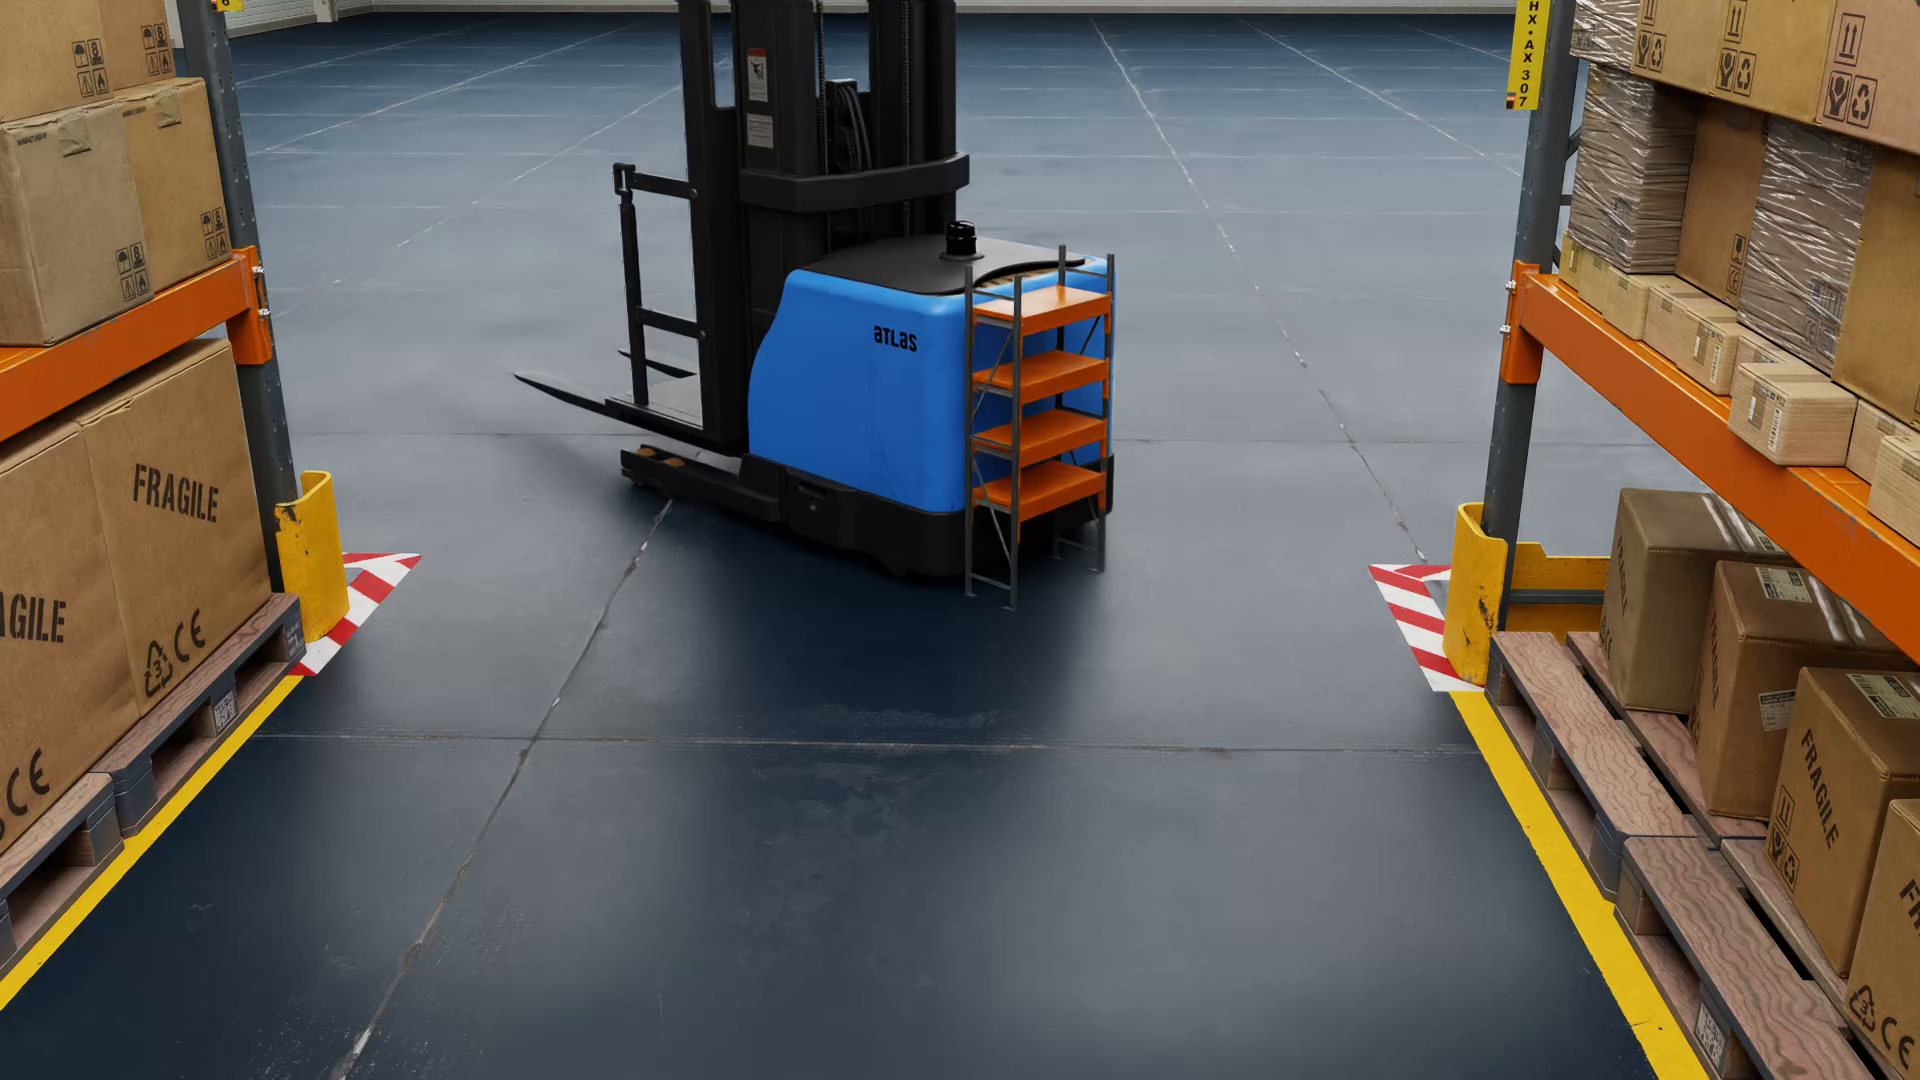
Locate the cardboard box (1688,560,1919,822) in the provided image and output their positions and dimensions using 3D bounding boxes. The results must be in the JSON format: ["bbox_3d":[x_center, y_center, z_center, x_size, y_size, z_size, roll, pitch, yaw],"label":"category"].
[{"bbox_3d":[2.185,0.396,4.236,0.500,0.500,0.500,6,22,16],"label":"cardboard box"}]

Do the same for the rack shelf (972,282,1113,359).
[{"bbox_3d":[0.277,-0.764,5.754,0.258,0.148,0.480,19,28,40],"label":"rack shelf"}]

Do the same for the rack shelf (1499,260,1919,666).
[{"bbox_3d":[2.144,0.043,3.265,1.077,0.370,4.000,1,21,2],"label":"rack shelf"}]

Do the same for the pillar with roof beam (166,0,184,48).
[{"bbox_3d":[-8.551,-12.363,25.951,9.100,9.000,0.400,1,21,2],"label":"pillar with roof beam"}]

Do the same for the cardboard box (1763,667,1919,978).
[{"bbox_3d":[2.147,0.623,3.653,0.500,0.500,0.500,3,21,7],"label":"cardboard box"}]

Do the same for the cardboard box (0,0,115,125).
[{"bbox_3d":[-2.724,-1.346,4.151,0.875,0.550,0.550,1,21,2],"label":"cardboard box"}]

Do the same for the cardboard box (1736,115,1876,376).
[{"bbox_3d":[2.207,-0.640,3.481,0.875,0.500,0.500,1,21,2],"label":"cardboard box"}]

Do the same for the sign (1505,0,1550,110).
[{"bbox_3d":[1.662,-1.425,4.858,0.100,0.325,0.005,1,21,2],"label":"sign"}]

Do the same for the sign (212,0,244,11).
[{"bbox_3d":[-2.208,-1.746,4.953,0.100,0.325,0.005,1,21,2],"label":"sign"}]

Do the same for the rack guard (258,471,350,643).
[{"bbox_3d":[-2.749,0.050,5.708,1.175,0.500,0.348,1,21,2],"label":"rack guard"}]

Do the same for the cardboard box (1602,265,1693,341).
[{"bbox_3d":[1.908,-0.617,4.321,0.380,0.149,0.250,1,21,2],"label":"cardboard box"}]

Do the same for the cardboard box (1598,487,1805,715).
[{"bbox_3d":[2.169,0.180,4.794,0.500,0.500,0.500,5,22,12],"label":"cardboard box"}]

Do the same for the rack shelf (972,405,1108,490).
[{"bbox_3d":[0.277,-0.335,5.920,0.258,0.148,0.480,19,28,40],"label":"rack shelf"}]

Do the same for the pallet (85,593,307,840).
[{"bbox_3d":[-2.696,0.484,4.991,1.003,0.211,1.213,1,21,2],"label":"pallet"}]

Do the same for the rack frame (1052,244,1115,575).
[{"bbox_3d":[0.445,-0.462,6.061,0.240,1.200,0.015,19,28,40],"label":"rack frame"}]

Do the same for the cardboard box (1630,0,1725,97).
[{"bbox_3d":[1.893,-1.290,3.776,0.500,0.500,0.500,1,21,2],"label":"cardboard box"}]

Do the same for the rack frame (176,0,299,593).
[{"bbox_3d":[-2.750,-1.106,5.234,1.000,3.000,0.127,1,21,2],"label":"rack frame"}]

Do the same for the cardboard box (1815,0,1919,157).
[{"bbox_3d":[1.870,-0.928,2.844,0.500,0.500,0.500,1,21,2],"label":"cardboard box"}]

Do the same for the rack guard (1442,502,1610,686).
[{"bbox_3d":[2.202,0.178,5.380,1.175,0.500,0.348,1,21,2],"label":"rack guard"}]

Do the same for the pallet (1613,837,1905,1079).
[{"bbox_3d":[2.102,1.046,3.543,1.003,0.211,1.213,1,21,2],"label":"pallet"}]

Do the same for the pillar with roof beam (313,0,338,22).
[{"bbox_3d":[-8.369,-14.532,31.542,9.100,9.000,0.400,1,21,2],"label":"pillar with roof beam"}]

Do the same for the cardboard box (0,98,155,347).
[{"bbox_3d":[-2.711,-0.843,4.346,0.875,0.550,0.550,1,21,2],"label":"cardboard box"}]

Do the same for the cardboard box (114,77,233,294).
[{"bbox_3d":[-2.716,-1.042,4.860,0.875,0.550,0.550,1,21,2],"label":"cardboard box"}]

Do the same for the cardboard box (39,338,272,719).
[{"bbox_3d":[-2.704,-0.066,4.908,0.875,0.875,0.875,1,21,2],"label":"cardboard box"}]

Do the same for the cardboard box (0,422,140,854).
[{"bbox_3d":[-2.729,0.252,4.088,0.875,0.875,0.875,0,21,1],"label":"cardboard box"}]

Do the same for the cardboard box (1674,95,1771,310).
[{"bbox_3d":[2.265,-0.820,3.946,0.875,0.500,0.500,1,21,2],"label":"cardboard box"}]

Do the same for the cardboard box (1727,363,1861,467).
[{"bbox_3d":[1.815,-0.256,3.390,0.380,0.149,0.250,1,21,2],"label":"cardboard box"}]

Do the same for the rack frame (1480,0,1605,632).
[{"bbox_3d":[2.205,-1.015,4.999,1.000,3.000,0.127,1,21,2],"label":"rack frame"}]

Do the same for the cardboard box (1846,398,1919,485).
[{"bbox_3d":[1.940,-0.165,3.154,0.380,0.149,0.250,1,21,2],"label":"cardboard box"}]

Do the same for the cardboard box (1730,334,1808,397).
[{"bbox_3d":[1.926,-0.346,3.621,0.380,0.149,0.250,1,21,2],"label":"cardboard box"}]

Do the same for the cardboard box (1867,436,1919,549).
[{"bbox_3d":[1.856,-0.075,2.923,0.380,0.149,0.250,1,21,2],"label":"cardboard box"}]

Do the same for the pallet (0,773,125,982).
[{"bbox_3d":[-2.736,0.924,3.857,1.003,0.211,1.213,1,21,2],"label":"pallet"}]

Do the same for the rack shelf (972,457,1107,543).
[{"bbox_3d":[0.277,-0.150,5.992,0.258,0.148,0.480,19,28,40],"label":"rack shelf"}]

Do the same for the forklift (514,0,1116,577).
[{"bbox_3d":[-0.808,-1.665,6.769,3.031,2.935,1.130,19,28,40],"label":"forklift"}]

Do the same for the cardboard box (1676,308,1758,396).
[{"bbox_3d":[1.907,-0.436,3.854,0.380,0.149,0.250,1,21,2],"label":"cardboard box"}]

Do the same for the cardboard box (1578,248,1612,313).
[{"bbox_3d":[1.931,-0.708,4.553,0.380,0.149,0.250,1,21,2],"label":"cardboard box"}]

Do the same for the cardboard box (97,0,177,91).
[{"bbox_3d":[-2.800,-1.546,4.667,0.875,0.550,0.550,1,21,2],"label":"cardboard box"}]

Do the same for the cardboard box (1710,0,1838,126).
[{"bbox_3d":[1.880,-1.109,3.310,0.500,0.500,0.500,1,21,2],"label":"cardboard box"}]

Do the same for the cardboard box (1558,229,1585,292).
[{"bbox_3d":[1.958,-0.798,4.786,0.380,0.149,0.250,1,21,2],"label":"cardboard box"}]

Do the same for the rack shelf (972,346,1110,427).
[{"bbox_3d":[0.277,-0.544,5.839,0.258,0.148,0.480,19,28,40],"label":"rack shelf"}]

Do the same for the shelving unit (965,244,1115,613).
[{"bbox_3d":[0.277,-0.398,5.896,0.258,1.200,0.503,19,28,40],"label":"shelving unit"}]

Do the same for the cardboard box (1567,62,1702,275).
[{"bbox_3d":[2.161,-1.002,4.415,0.875,0.500,0.500,1,21,2],"label":"cardboard box"}]

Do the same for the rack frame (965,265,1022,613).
[{"bbox_3d":[0.110,-0.334,5.730,0.240,1.200,0.015,19,28,40],"label":"rack frame"}]

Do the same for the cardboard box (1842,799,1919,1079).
[{"bbox_3d":[2.085,0.824,3.134,0.500,0.500,0.500,-1,21,-3],"label":"cardboard box"}]

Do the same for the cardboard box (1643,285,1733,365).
[{"bbox_3d":[1.922,-0.527,4.087,0.380,0.149,0.250,1,21,2],"label":"cardboard box"}]

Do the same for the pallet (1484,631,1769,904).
[{"bbox_3d":[2.142,0.606,4.676,1.003,0.211,1.213,1,21,2],"label":"pallet"}]

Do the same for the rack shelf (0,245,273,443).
[{"bbox_3d":[-2.811,-0.048,3.500,1.077,0.370,4.000,1,21,2],"label":"rack shelf"}]

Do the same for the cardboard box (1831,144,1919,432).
[{"bbox_3d":[2.180,-0.459,3.016,0.875,0.500,0.500,1,21,2],"label":"cardboard box"}]

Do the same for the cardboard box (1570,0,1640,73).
[{"bbox_3d":[1.916,-1.471,4.241,0.500,0.500,0.500,1,21,2],"label":"cardboard box"}]
